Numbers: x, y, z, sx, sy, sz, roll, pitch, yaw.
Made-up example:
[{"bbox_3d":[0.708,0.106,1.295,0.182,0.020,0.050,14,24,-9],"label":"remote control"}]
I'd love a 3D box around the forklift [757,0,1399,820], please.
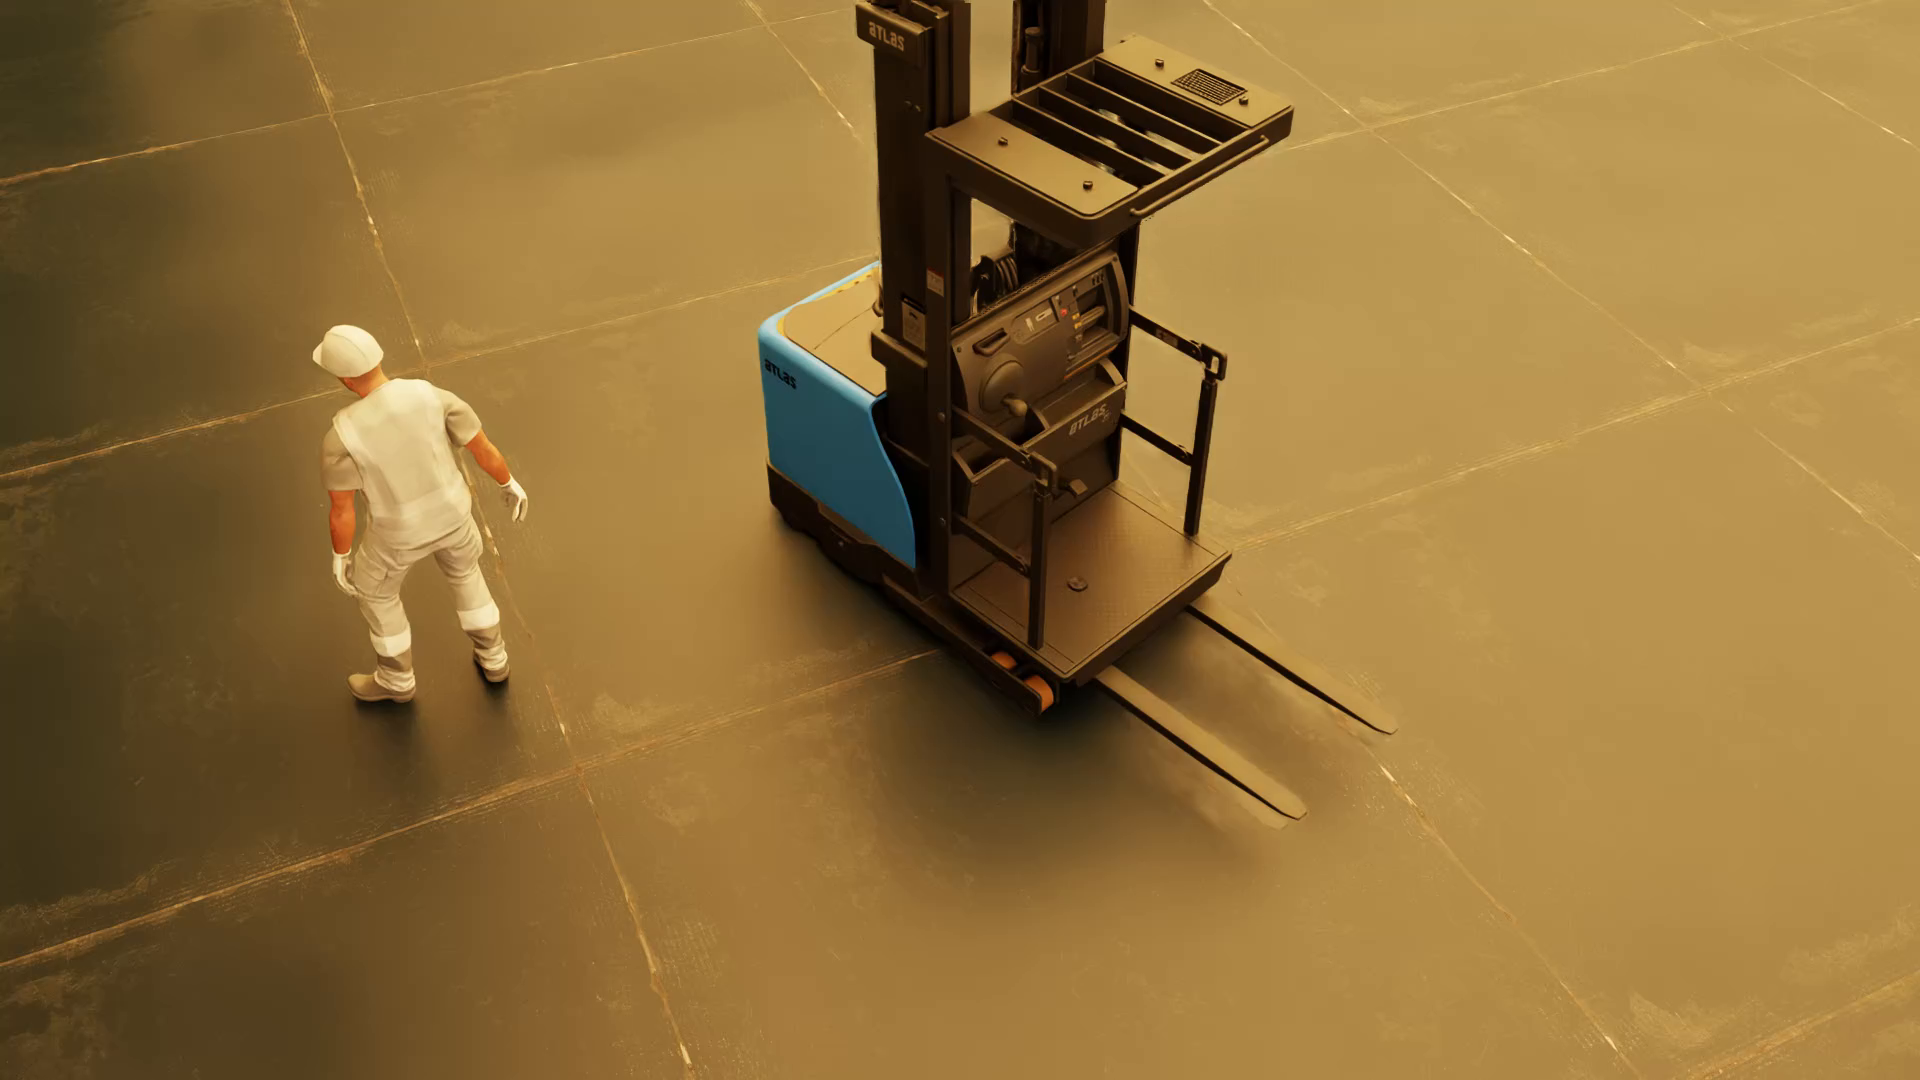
[{"bbox_3d":[0.478,-0.738,6.471,1.130,2.935,3.031,-34,52,-31],"label":"forklift"}]

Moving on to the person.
[{"bbox_3d":[-2.183,-0.102,6.605,0.866,1.745,0.442,-27,49,-26],"label":"person"}]
